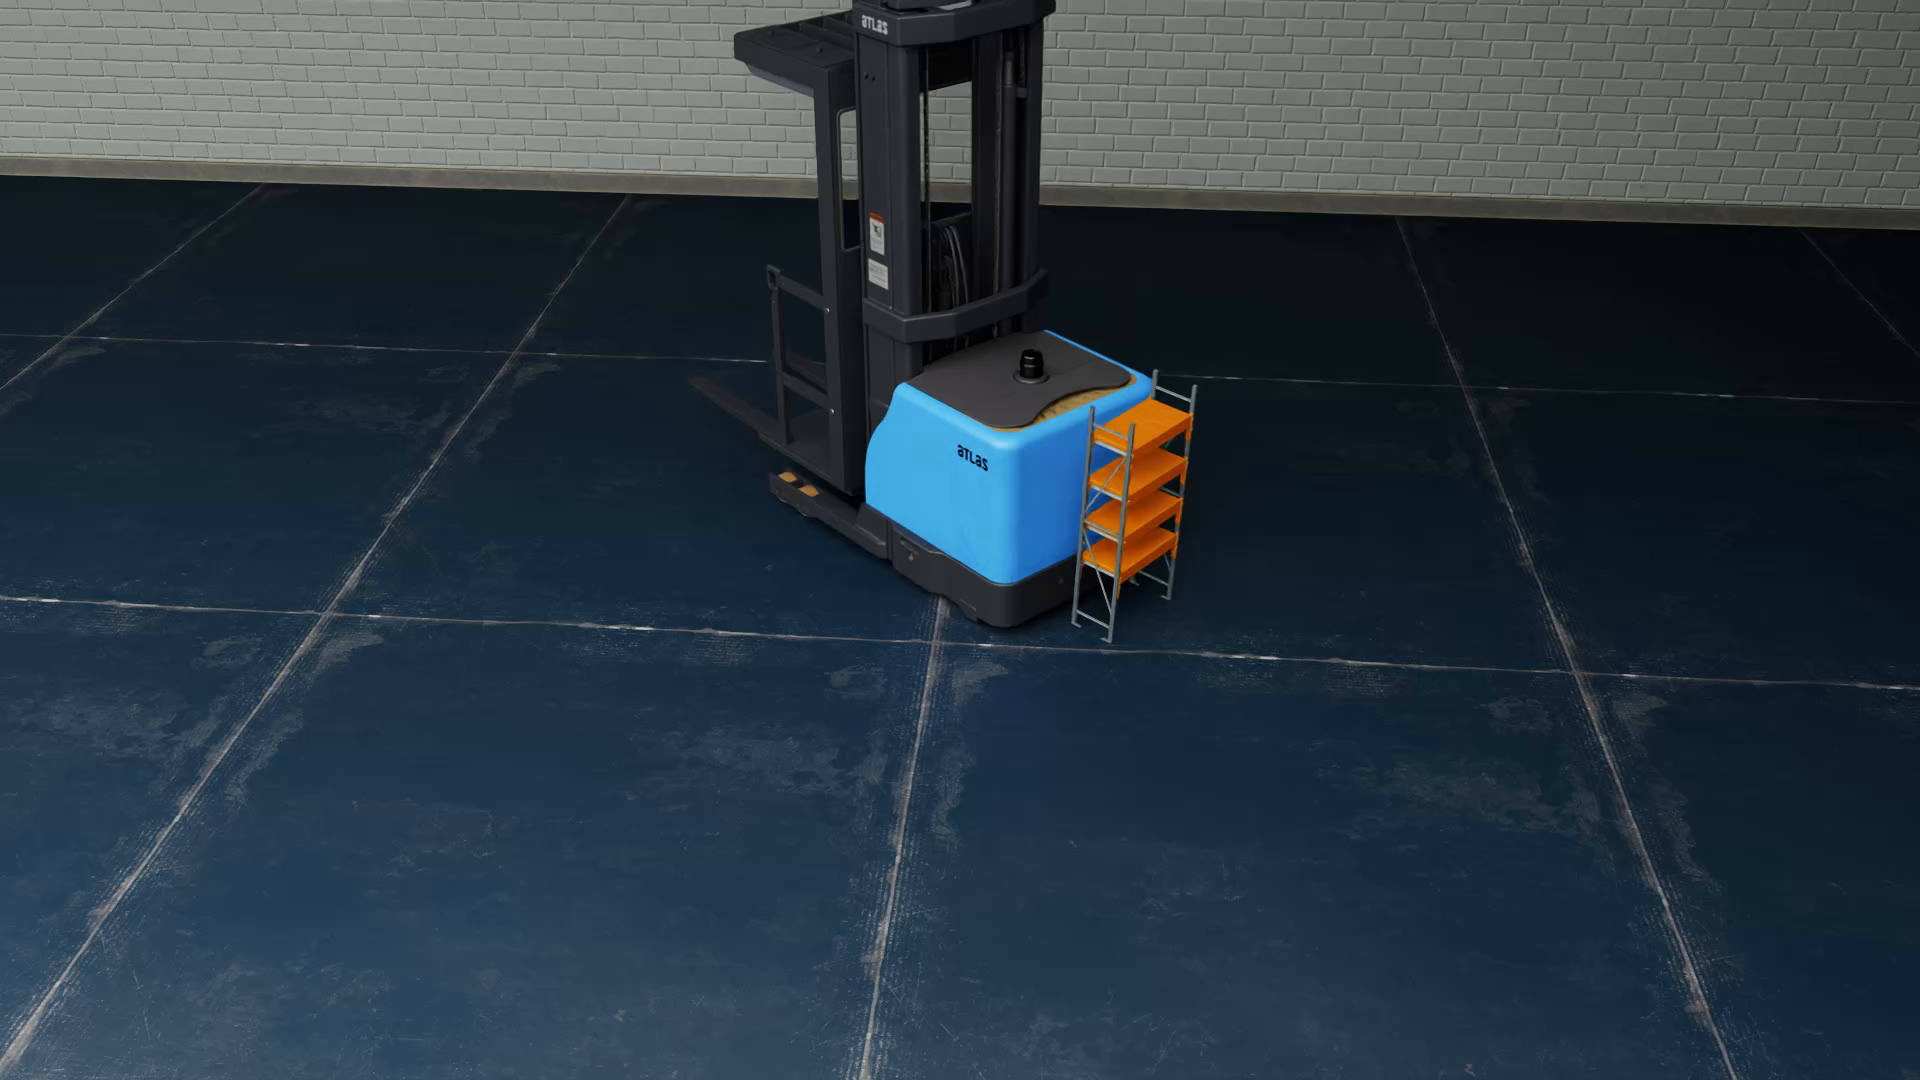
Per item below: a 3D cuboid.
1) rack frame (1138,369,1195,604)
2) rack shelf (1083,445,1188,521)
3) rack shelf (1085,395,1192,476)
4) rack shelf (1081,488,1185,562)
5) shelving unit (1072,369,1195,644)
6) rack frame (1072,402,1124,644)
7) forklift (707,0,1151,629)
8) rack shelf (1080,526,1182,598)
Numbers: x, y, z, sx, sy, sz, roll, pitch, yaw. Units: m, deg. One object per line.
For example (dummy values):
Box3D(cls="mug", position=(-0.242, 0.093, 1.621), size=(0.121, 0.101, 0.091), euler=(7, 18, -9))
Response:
Box3D(cls="rack frame", position=(0.986, -0.239, 7.995), size=(0.015, 1.200, 0.240), euler=(-27, 41, -36))
Box3D(cls="rack shelf", position=(0.811, -0.283, 7.768), size=(0.480, 0.148, 0.258), euler=(-27, 41, -36))
Box3D(cls="rack shelf", position=(0.811, -0.485, 7.644), size=(0.480, 0.148, 0.258), euler=(-27, 41, -36))
Box3D(cls="rack shelf", position=(0.811, -0.093, 7.885), size=(0.480, 0.148, 0.258), euler=(-27, 41, -36))
Box3D(cls="shelving unit", position=(0.811, -0.150, 7.850), size=(0.503, 1.200, 0.258), euler=(-27, 41, -36))
Box3D(cls="rack frame", position=(0.636, -0.061, 7.705), size=(0.015, 1.200, 0.240), euler=(-27, 41, -36))
Box3D(cls="forklift", position=(-0.351, -1.542, 8.458), size=(1.130, 2.935, 3.031), euler=(-21, 37, -30))
Box3D(cls="rack shelf", position=(0.811, 0.076, 7.989), size=(0.480, 0.148, 0.258), euler=(-27, 41, -36))
